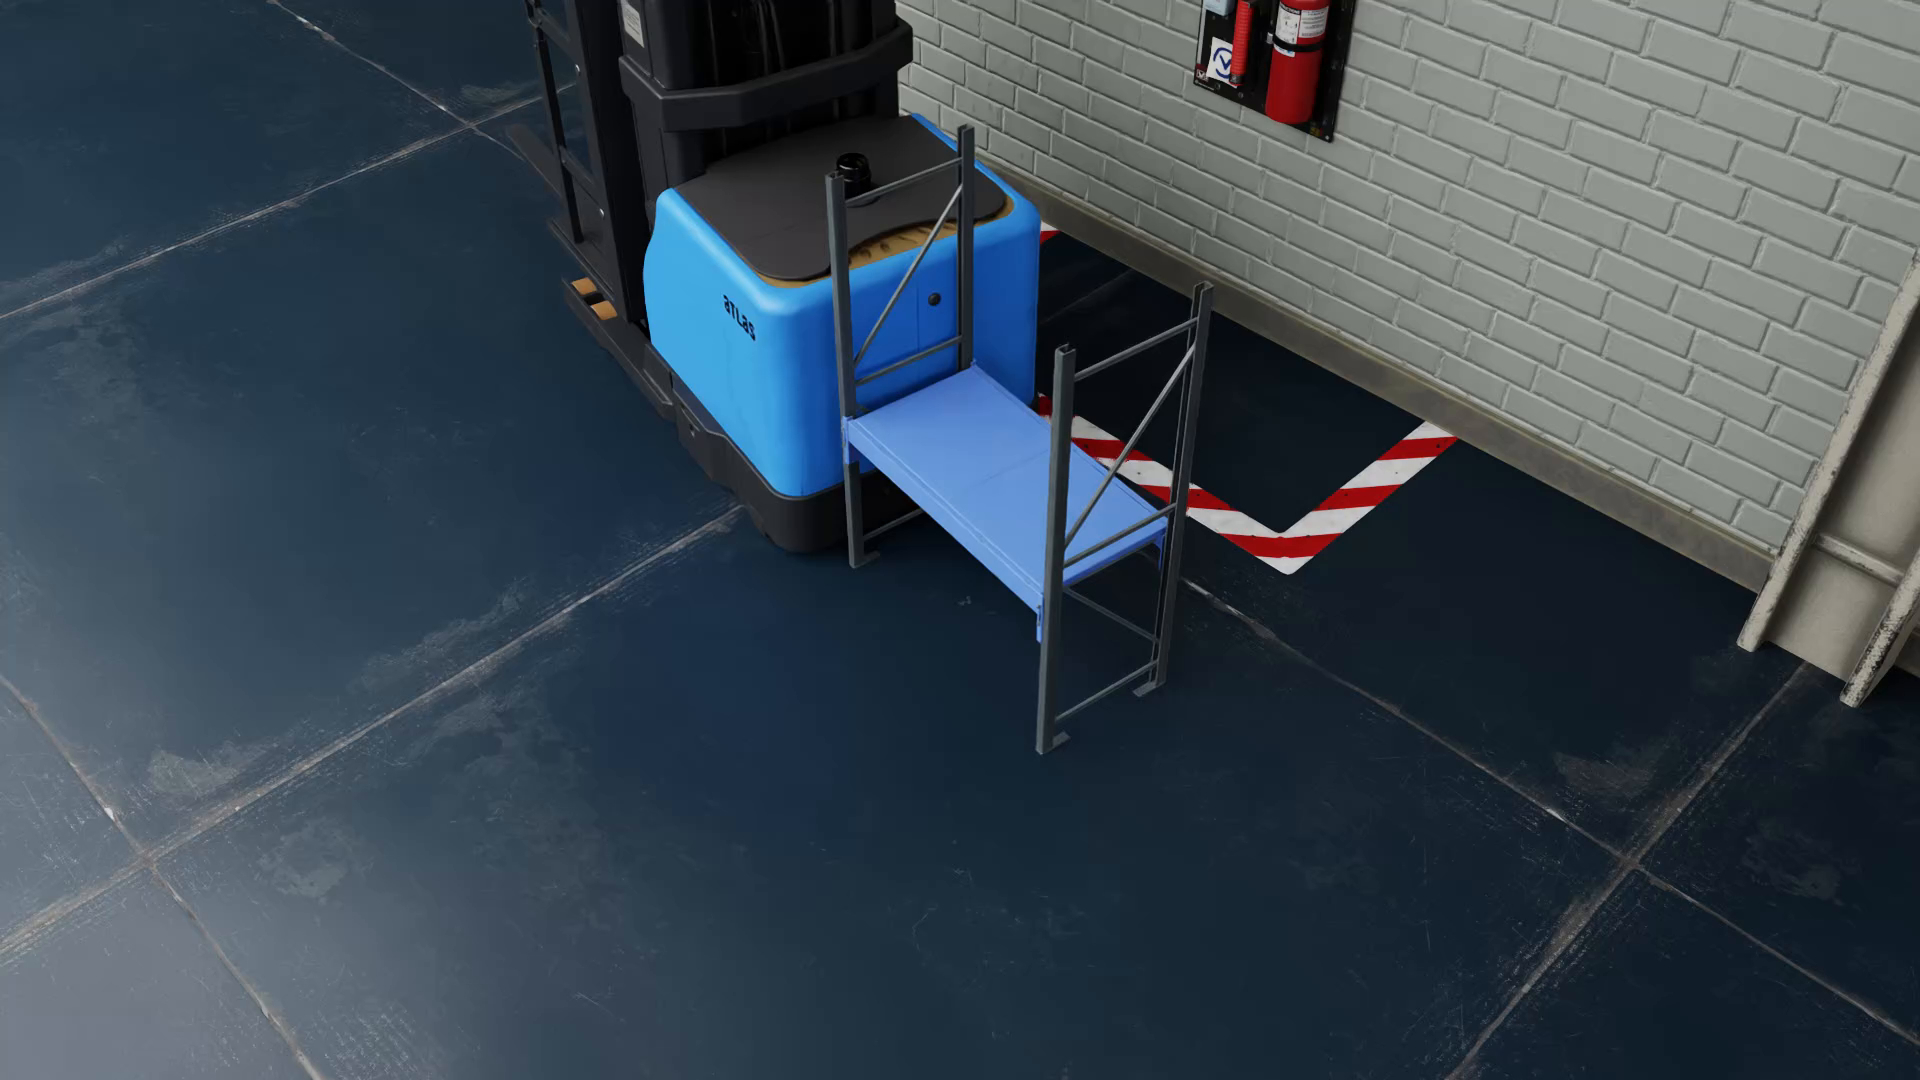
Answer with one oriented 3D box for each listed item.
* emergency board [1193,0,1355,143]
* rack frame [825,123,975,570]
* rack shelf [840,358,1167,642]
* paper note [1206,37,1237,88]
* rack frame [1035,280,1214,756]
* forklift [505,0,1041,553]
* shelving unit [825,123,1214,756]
[{"bbox_3d":[1.044,-1.950,5.650,0.194,1.169,0.643,-34,53,-31],"label":"emergency board"},{"bbox_3d":[-0.167,-0.559,5.250,0.500,1.500,0.032,-27,49,-26],"label":"rack frame"},{"bbox_3d":[0.136,-0.150,5.073,0.538,0.185,1.000,-27,49,-26],"label":"rack shelf"},{"bbox_3d":[0.967,-1.745,6.077,0.016,0.148,0.142,-34,53,-31],"label":"paper note"},{"bbox_3d":[0.440,-0.005,4.651,0.500,1.500,0.032,-27,49,-26],"label":"rack frame"},{"bbox_3d":[-0.937,-2.010,5.766,1.130,2.935,3.031,-23,48,-23],"label":"forklift"},{"bbox_3d":[0.136,-0.282,4.950,0.538,1.500,1.048,-27,49,-26],"label":"shelving unit"}]
